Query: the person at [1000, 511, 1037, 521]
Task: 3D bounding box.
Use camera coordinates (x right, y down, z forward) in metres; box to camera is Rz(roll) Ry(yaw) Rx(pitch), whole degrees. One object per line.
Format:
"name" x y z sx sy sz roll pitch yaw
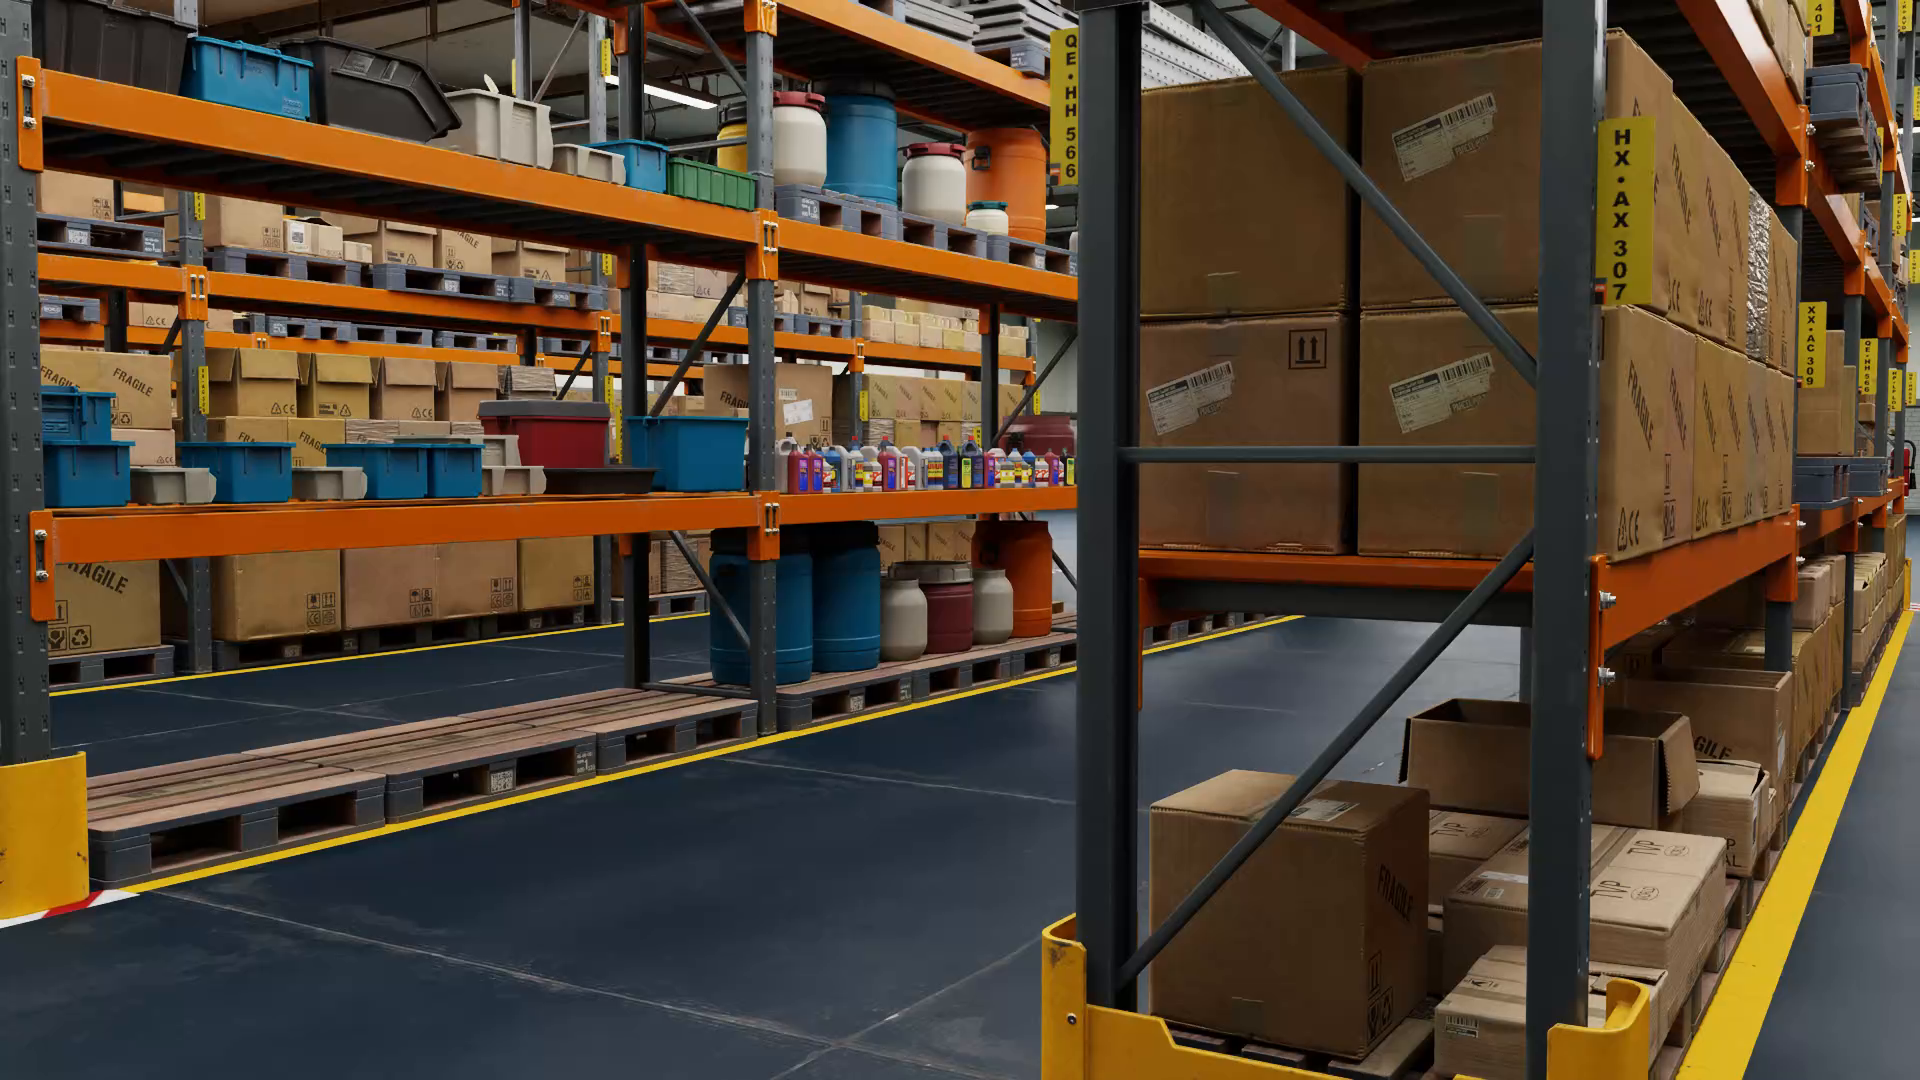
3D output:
"person" 0.502 -0.089 14.623 0.430 1.749 0.599 2 3 29
